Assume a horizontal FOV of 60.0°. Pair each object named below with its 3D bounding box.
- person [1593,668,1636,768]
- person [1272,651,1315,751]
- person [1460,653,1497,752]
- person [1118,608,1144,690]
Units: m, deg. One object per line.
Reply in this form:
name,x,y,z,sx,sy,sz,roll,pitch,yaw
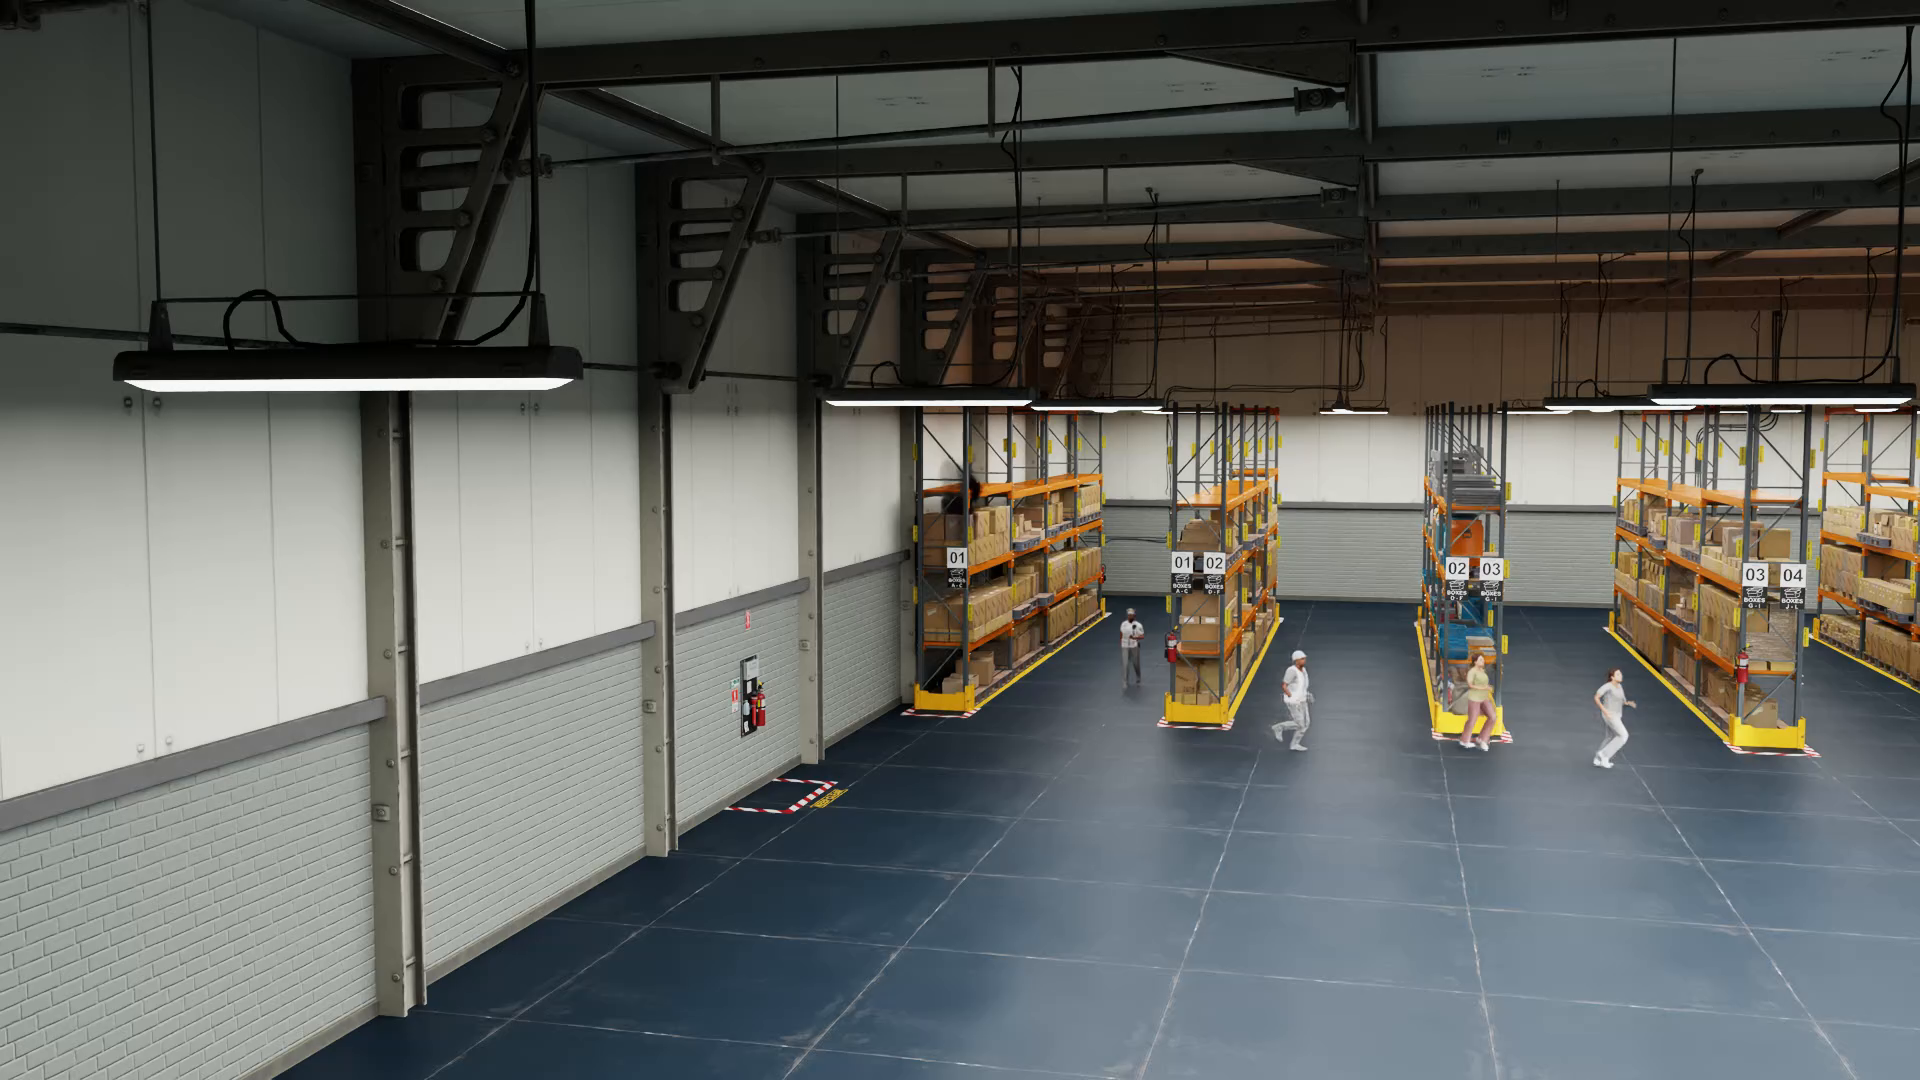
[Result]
person,10.671,2.892,27.089,0.628,1.640,0.544,4,6,44
person,5.723,2.752,28.591,0.635,1.729,0.671,3,5,37
person,8.902,2.778,28.561,0.584,1.684,0.646,-3,5,-33
person,3.606,2.270,35.100,0.581,1.676,0.932,1,4,17
